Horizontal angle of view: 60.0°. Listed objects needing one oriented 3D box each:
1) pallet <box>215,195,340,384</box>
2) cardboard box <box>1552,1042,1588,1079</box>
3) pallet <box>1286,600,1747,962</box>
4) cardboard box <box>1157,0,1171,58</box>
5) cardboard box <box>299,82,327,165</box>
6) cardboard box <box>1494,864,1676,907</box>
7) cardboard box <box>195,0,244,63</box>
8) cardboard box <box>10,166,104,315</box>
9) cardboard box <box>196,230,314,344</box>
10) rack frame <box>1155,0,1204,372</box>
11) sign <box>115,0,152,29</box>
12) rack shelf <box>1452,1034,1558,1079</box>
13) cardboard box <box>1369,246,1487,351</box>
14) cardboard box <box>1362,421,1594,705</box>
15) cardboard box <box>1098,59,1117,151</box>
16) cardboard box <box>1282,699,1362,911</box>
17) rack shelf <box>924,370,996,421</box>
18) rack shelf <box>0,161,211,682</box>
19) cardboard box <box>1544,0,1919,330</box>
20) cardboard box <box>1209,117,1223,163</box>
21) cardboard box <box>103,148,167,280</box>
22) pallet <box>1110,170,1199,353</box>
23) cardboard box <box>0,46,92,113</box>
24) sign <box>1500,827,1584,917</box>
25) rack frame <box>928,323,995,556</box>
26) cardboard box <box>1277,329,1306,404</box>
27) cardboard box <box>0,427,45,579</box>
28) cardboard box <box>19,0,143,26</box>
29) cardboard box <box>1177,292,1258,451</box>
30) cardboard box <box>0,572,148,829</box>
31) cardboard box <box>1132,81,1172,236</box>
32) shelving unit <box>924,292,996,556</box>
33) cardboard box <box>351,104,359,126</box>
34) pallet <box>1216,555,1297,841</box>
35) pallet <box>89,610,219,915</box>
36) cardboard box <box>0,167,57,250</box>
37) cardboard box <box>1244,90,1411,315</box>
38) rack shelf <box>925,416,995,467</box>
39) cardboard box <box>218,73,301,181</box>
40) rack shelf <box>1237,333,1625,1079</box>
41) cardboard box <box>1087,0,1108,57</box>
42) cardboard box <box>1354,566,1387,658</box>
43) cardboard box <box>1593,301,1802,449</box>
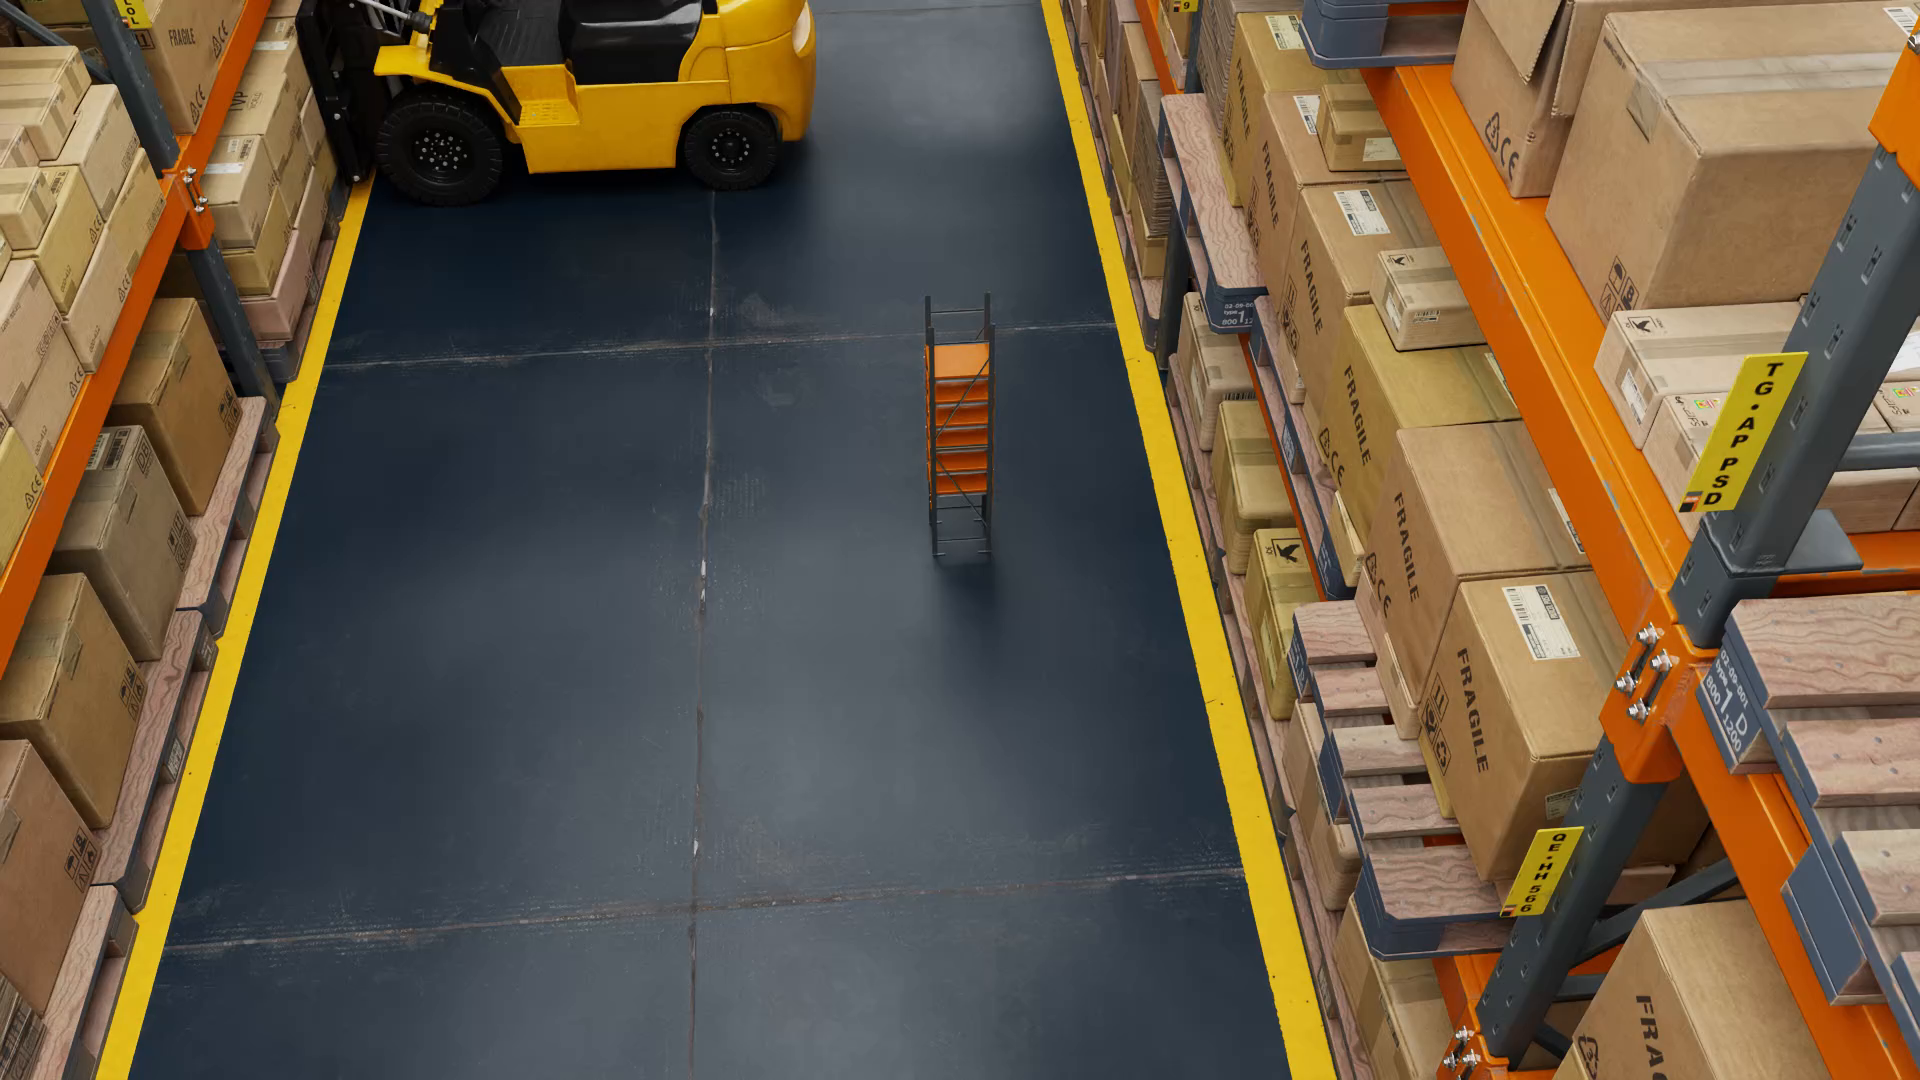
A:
[{"bbox_3d":[-3.566,-1.191,7.869,1.003,0.211,1.213,-3,47,-3],"label":"pallet"},{"bbox_3d":[1.536,1.279,3.368,0.500,0.250,0.500,-4,47,-4],"label":"cardboard box"},{"bbox_3d":[1.574,0.575,4.408,1.213,0.211,1.003,-3,47,-3],"label":"pallet"},{"bbox_3d":[1.046,-2.184,7.062,0.380,0.149,0.250,-3,47,-2],"label":"cardboard box"},{"bbox_3d":[-3.349,-2.040,8.013,0.500,0.250,0.500,-4,47,-4],"label":"cardboard box"},{"bbox_3d":[1.478,0.737,4.006,0.380,0.149,0.250,-2,47,-2],"label":"cardboard box"},{"bbox_3d":[-3.378,-2.319,6.948,0.500,0.500,0.500,-3,47,-3],"label":"cardboard box"},{"bbox_3d":[-3.195,-0.980,5.508,0.500,0.250,0.500,-5,47,-4],"label":"cardboard box"},{"bbox_3d":[-3.252,-1.141,7.505,0.500,0.250,0.500,-3,47,-3],"label":"cardboard box"},{"bbox_3d":[1.405,-1.876,6.597,1.000,3.000,0.127,-3,47,-3],"label":"rack frame"},{"bbox_3d":[-3.001,-1.983,5.955,0.100,0.325,0.005,-3,47,-3],"label":"sign"},{"bbox_3d":[1.907,2.712,2.747,1.077,0.370,4.000,-3,47,-3],"label":"rack shelf"},{"bbox_3d":[1.321,-0.653,4.429,0.380,0.149,0.250,-6,47,-5],"label":"cardboard box"},{"bbox_3d":[1.370,0.052,4.209,0.500,0.500,0.500,-4,47,-4],"label":"cardboard box"},{"bbox_3d":[0.995,-2.239,8.546,0.500,0.250,0.500,-3,47,-3],"label":"cardboard box"},{"bbox_3d":[1.632,0.834,5.551,0.950,0.372,0.625,-4,47,-4],"label":"cardboard box"},{"bbox_3d":[-0.001,-0.558,6.319,0.258,0.103,0.180,-3,47,-3],"label":"rack shelf"},{"bbox_3d":[-3.374,0.123,5.200,1.077,0.370,4.000,-3,47,-3],"label":"rack shelf"},{"bbox_3d":[1.670,-0.734,3.381,0.700,0.500,0.500,-3,47,-3],"label":"cardboard box"},{"bbox_3d":[1.136,-1.515,6.139,0.380,0.149,0.250,-3,47,-3],"label":"cardboard box"},{"bbox_3d":[-3.238,-1.171,6.033,0.500,0.250,0.500,-3,47,-2],"label":"cardboard box"},{"bbox_3d":[1.313,-1.401,8.068,1.003,0.211,1.213,-3,47,-3],"label":"pallet"},{"bbox_3d":[-3.291,-1.595,5.816,0.380,0.149,0.250,-2,47,-2],"label":"cardboard box"},{"bbox_3d":[1.200,0.687,3.427,0.100,0.325,0.005,-3,47,-3],"label":"sign"},{"bbox_3d":[0.006,-0.357,6.398,0.240,1.200,0.006,-3,47,-3],"label":"rack frame"},{"bbox_3d":[1.217,-0.570,5.244,0.380,0.149,0.250,-2,47,-2],"label":"cardboard box"},{"bbox_3d":[-3.129,-0.074,4.994,0.500,0.250,0.500,-2,47,-2],"label":"cardboard box"},{"bbox_3d":[-3.306,-2.076,6.271,0.380,0.149,0.250,-4,47,-4],"label":"cardboard box"},{"bbox_3d":[1.451,-0.737,7.040,0.950,0.372,0.625,-3,47,-3],"label":"cardboard box"},{"bbox_3d":[-3.364,0.583,5.615,0.875,0.625,0.625,-5,47,-5],"label":"cardboard box"},{"bbox_3d":[1.088,-1.744,7.561,0.500,0.500,0.500,-4,47,-4],"label":"cardboard box"},{"bbox_3d":[-0.001,-0.423,6.461,0.258,1.200,0.189,-3,47,-3],"label":"shelving unit"},{"bbox_3d":[-3.391,-2.246,8.553,0.500,0.250,0.500,-2,47,-2],"label":"cardboard box"},{"bbox_3d":[1.577,0.531,6.238,1.003,0.211,1.213,-3,47,-3],"label":"pallet"},{"bbox_3d":[-3.335,0.803,5.981,1.003,0.211,1.213,-3,47,-3],"label":"pallet"},{"bbox_3d":[-3.130,-1.047,5.297,0.380,0.149,0.250,-5,47,-5],"label":"cardboard box"},{"bbox_3d":[1.228,-1.080,5.280,0.500,0.500,0.500,-4,47,-4],"label":"cardboard box"},{"bbox_3d":[-0.001,-0.392,6.493,0.258,0.103,0.180,-3,47,-3],"label":"rack shelf"},{"bbox_3d":[-3.302,-1.854,7.492,0.500,0.250,0.500,-3,47,-3],"label":"cardboard box"},{"bbox_3d":[1.572,-0.182,5.488,1.077,0.370,4.000,-3,47,-3],"label":"rack shelf"},{"bbox_3d":[0.946,-2.868,8.625,0.500,0.500,0.500,-3,47,-3],"label":"cardboard box"},{"bbox_3d":[1.304,0.185,4.529,0.380,0.149,0.250,-5,47,-5],"label":"cardboard box"},{"bbox_3d":[1.475,-0.322,3.232,0.380,0.149,0.250,-3,47,-3],"label":"cardboard box"}]
